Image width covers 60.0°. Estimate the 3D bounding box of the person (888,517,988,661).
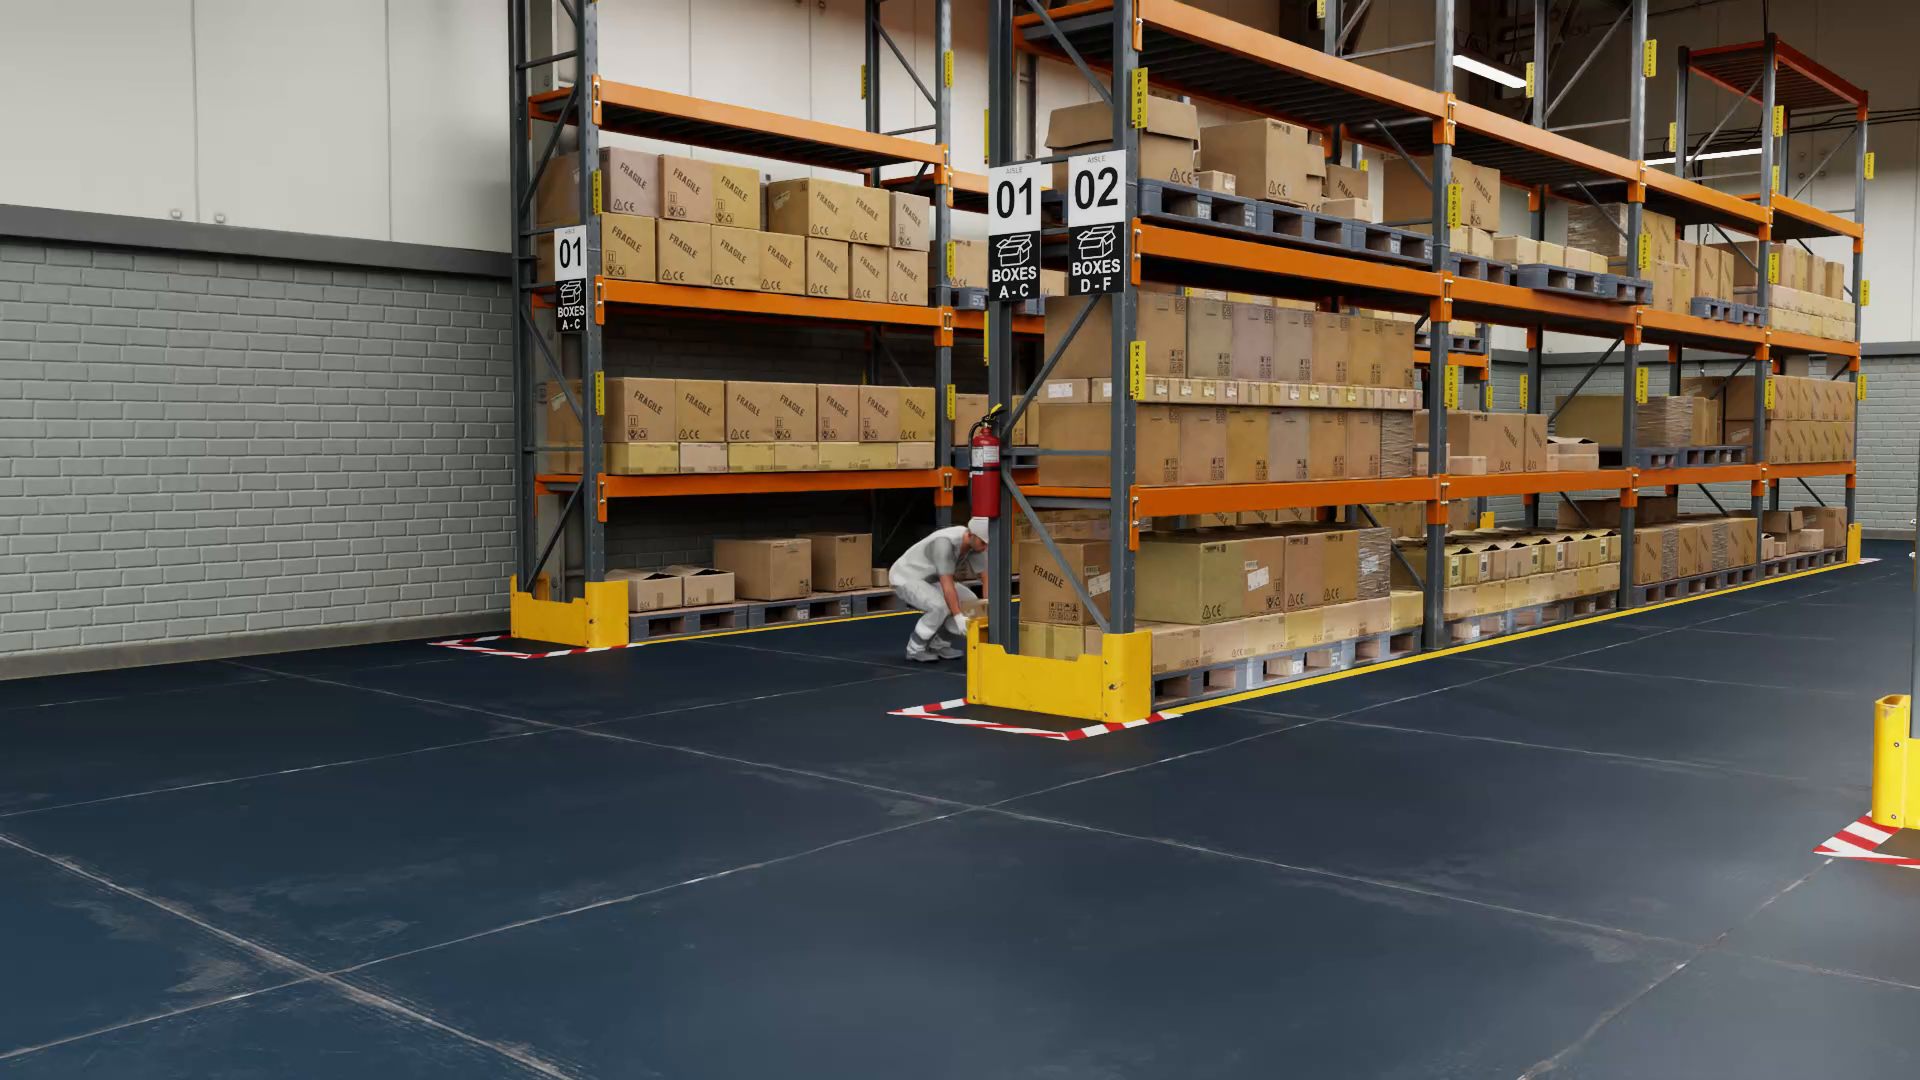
[{"bbox_3d":[-0.089,0.332,11.936,0.860,1.074,0.578,3,5,41],"label":"person"}]
